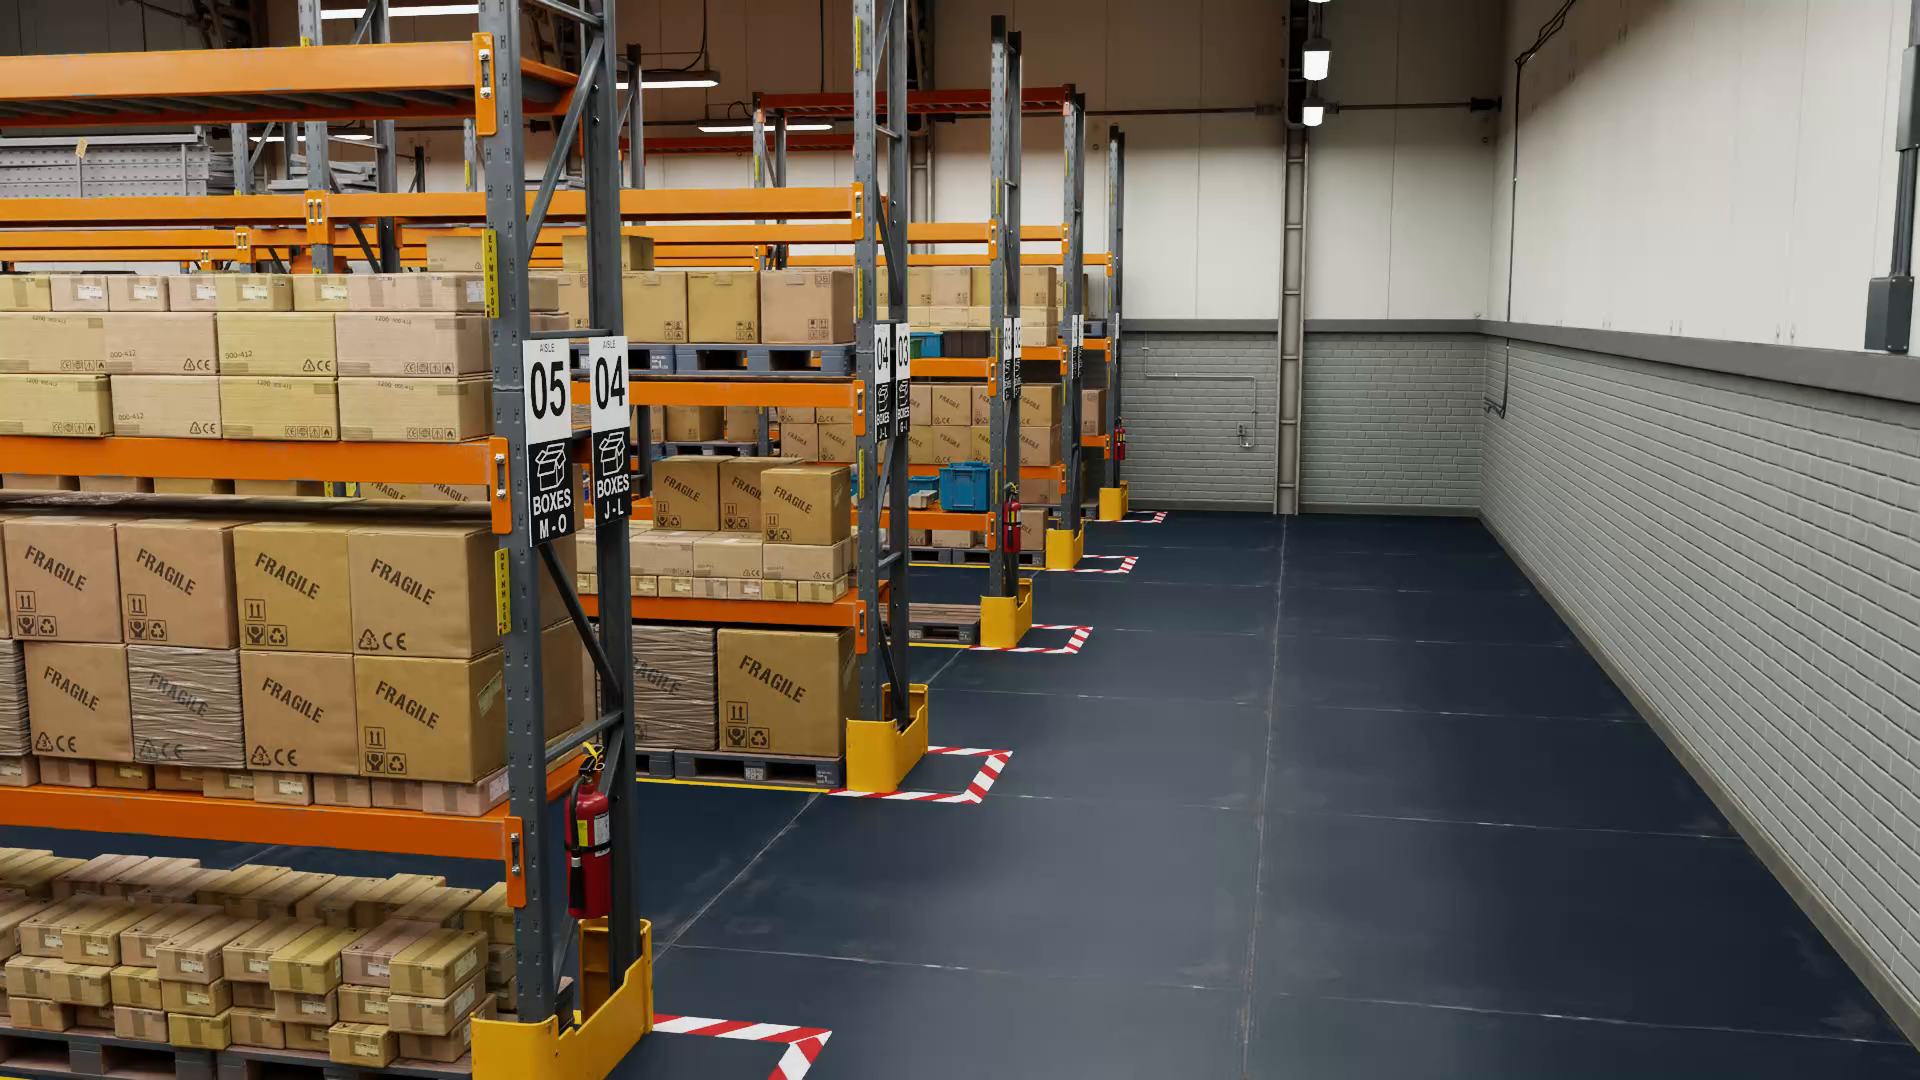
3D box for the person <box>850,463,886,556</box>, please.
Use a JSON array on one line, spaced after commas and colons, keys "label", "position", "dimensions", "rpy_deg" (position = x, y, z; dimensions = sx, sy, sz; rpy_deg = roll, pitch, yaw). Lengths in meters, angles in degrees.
[{"label": "person", "position": [-1.034, 0.008, 17.740], "dimensions": [0.470, 1.666, 0.563], "rpy_deg": [1, 8, 7]}]
